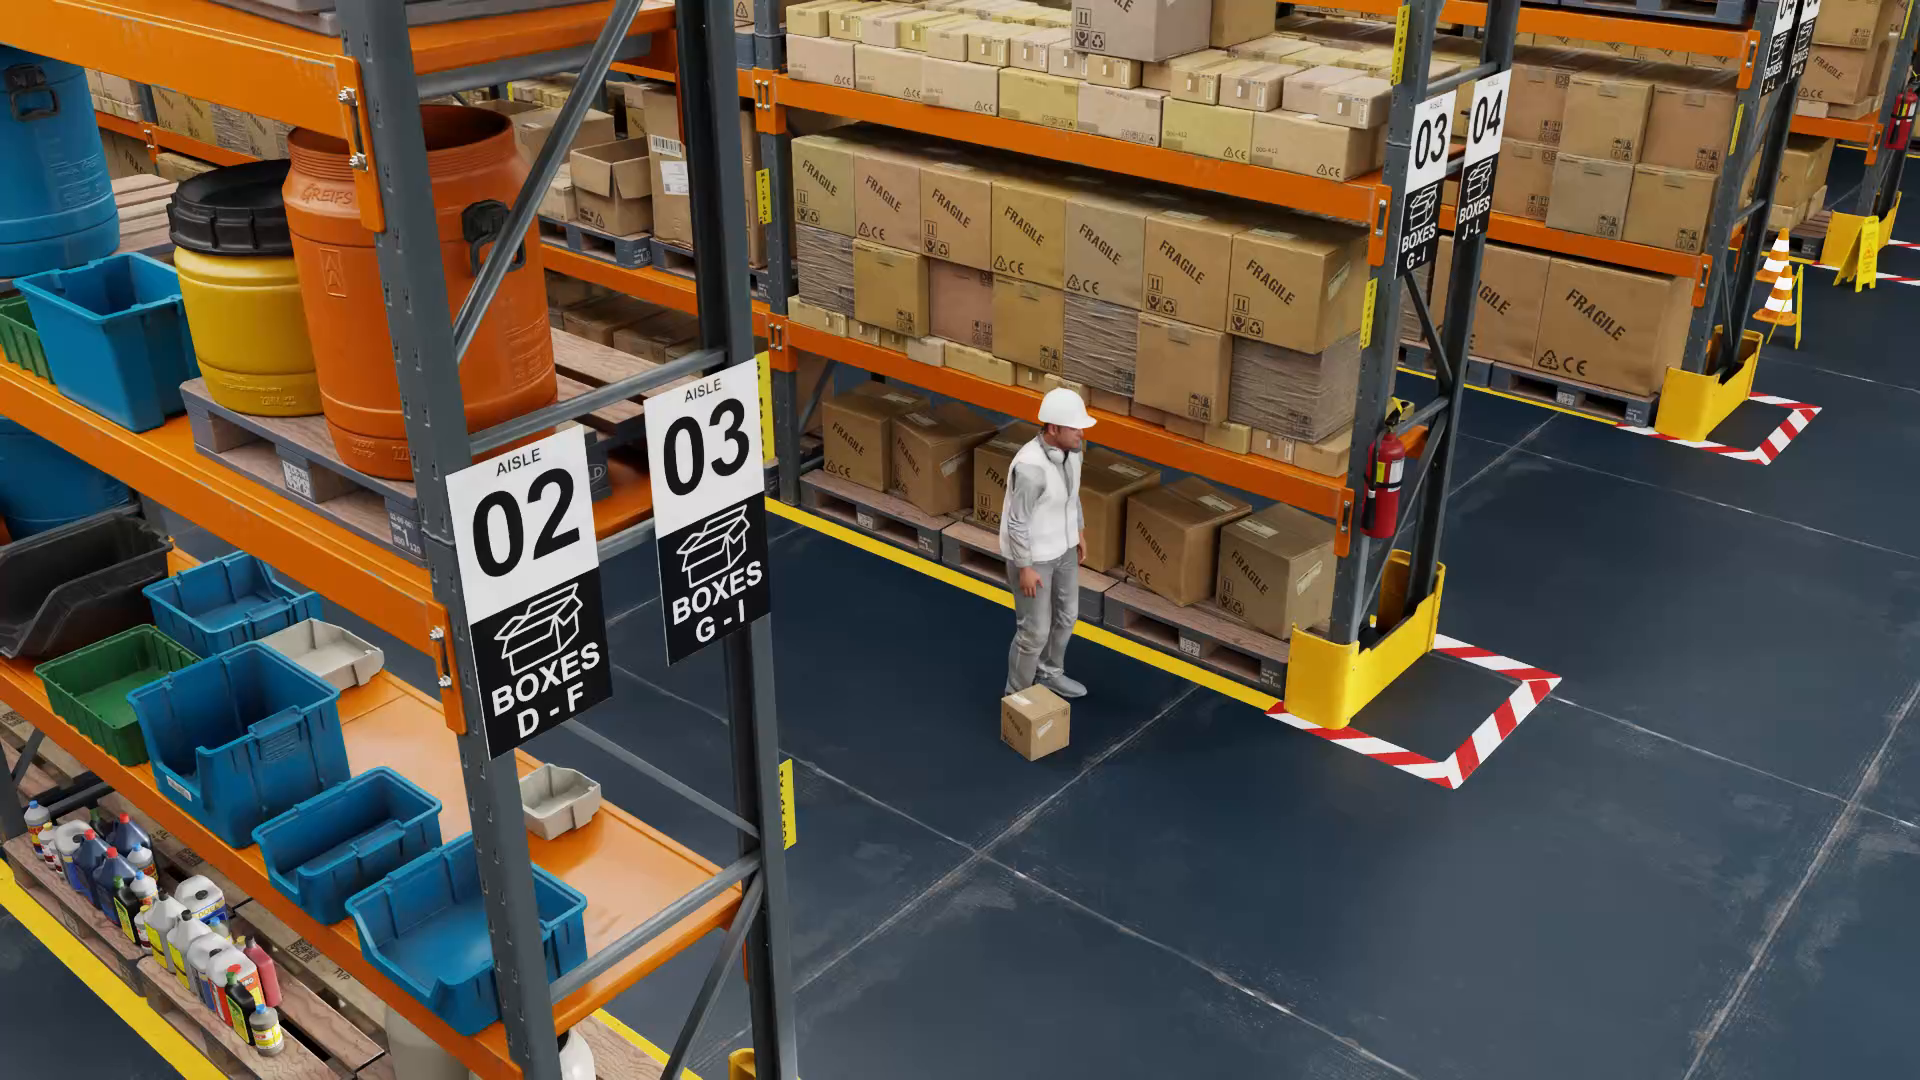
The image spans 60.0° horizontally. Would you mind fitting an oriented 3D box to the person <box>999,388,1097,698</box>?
[{"bbox_3d":[0.446,0.055,8.481,0.459,1.773,0.592,18,32,31],"label":"person"}]
